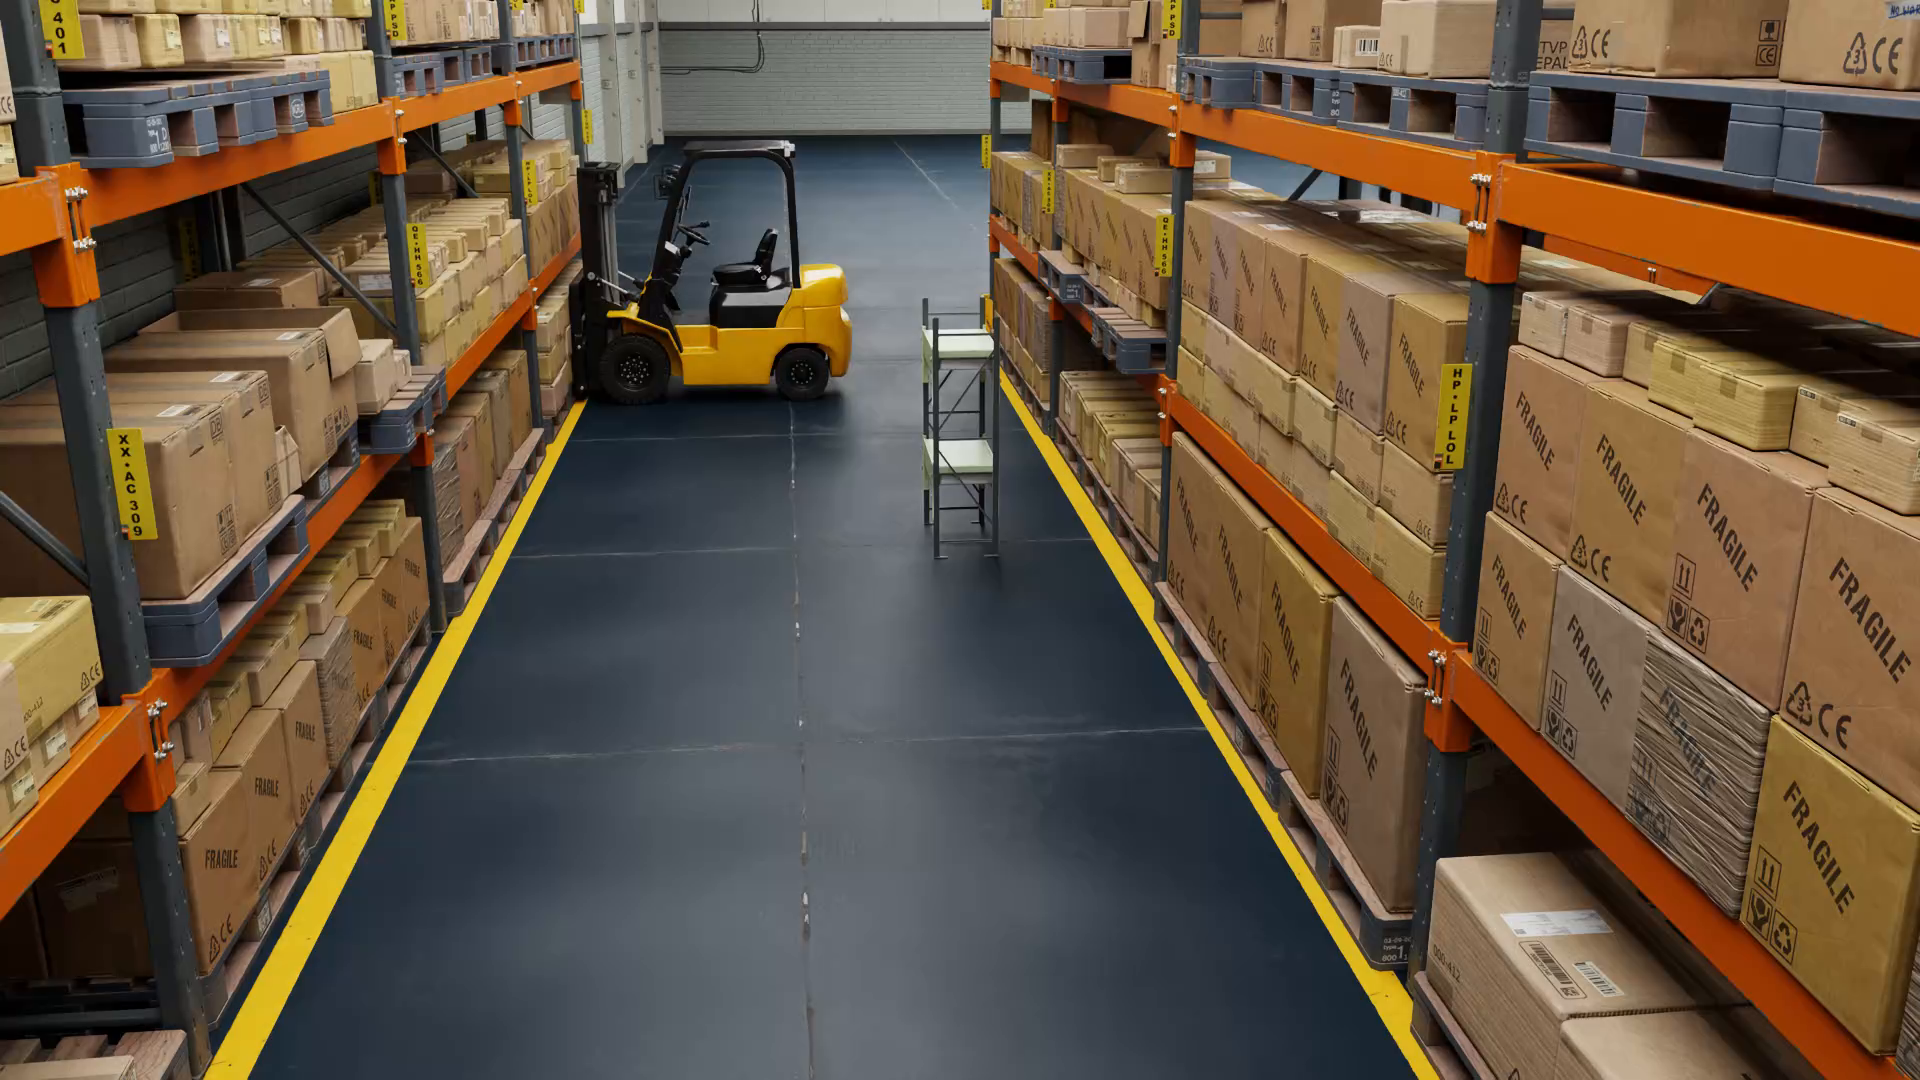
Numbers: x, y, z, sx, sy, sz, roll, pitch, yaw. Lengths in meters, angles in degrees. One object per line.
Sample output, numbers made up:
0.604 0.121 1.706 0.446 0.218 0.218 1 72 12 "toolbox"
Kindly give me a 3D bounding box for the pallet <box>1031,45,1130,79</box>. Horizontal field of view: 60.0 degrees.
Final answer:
1.175 -3.417 11.860 1.213 0.211 1.003 -2 18 -6 "pallet"

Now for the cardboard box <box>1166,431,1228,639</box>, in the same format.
1.618 -0.050 8.673 0.875 0.875 0.875 -2 18 -6 "cardboard box"

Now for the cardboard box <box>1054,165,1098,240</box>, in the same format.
0.980 -2.505 12.282 0.500 0.500 0.500 -1 17 -4 "cardboard box"

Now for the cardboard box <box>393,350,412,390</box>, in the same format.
-2.858 -0.814 7.979 0.380 0.149 0.250 -1 17 -5 "cardboard box"

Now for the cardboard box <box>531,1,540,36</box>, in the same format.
-3.571 -4.175 13.317 0.396 0.266 0.258 -2 18 -7 "cardboard box"

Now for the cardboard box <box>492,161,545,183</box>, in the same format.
-3.534 -2.943 13.296 0.380 0.149 0.250 -1 17 -4 "cardboard box"

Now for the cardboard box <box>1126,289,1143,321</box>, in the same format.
1.192 -1.394 9.826 0.380 0.149 0.250 -2 18 -6 "cardboard box"

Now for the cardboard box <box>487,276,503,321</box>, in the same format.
-3.329 -1.596 11.005 0.500 0.250 0.500 -2 18 -5 "cardboard box"

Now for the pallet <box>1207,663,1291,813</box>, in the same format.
1.759 0.859 7.589 1.003 0.211 1.213 -2 18 -6 "pallet"

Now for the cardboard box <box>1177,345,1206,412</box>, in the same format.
1.430 -0.846 8.615 0.500 0.250 0.500 -2 18 -7 "cardboard box"

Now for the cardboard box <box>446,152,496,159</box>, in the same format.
-4.179 -3.231 14.215 0.380 0.149 0.250 -2 18 -5 "cardboard box"

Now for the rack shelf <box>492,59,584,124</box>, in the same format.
-3.926 -3.792 13.942 1.077 0.370 4.000 -2 18 -6 "rack shelf"

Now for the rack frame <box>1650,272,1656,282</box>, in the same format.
6.130 -2.446 13.461 1.000 3.000 0.127 -2 18 -6 "rack frame"

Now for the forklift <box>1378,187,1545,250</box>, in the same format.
3.348 -1.773 11.431 1.130 2.935 3.031 1 17 5 "forklift"

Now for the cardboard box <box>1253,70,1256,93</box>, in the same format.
1.388 -2.470 8.948 0.380 0.149 0.250 -2 18 -6 "cardboard box"

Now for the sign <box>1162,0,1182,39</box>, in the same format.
1.090 -2.733 8.503 0.100 0.325 0.005 -2 18 -6 "sign"

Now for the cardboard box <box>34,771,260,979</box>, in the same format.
-2.721 1.116 5.586 0.500 0.500 0.500 -1 17 -3 "cardboard box"

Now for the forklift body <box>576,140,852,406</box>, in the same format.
-2.122 -2.387 14.689 2.313 2.155 1.214 -2 18 -6 "forklift body"

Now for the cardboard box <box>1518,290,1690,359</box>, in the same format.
1.817 -0.612 4.699 0.380 0.149 0.250 -2 18 -6 "cardboard box"

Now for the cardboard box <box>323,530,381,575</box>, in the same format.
-2.962 0.065 7.850 0.380 0.149 0.250 -2 18 -7 "cardboard box"

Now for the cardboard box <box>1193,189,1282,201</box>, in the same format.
1.691 -1.916 10.406 0.500 0.500 0.500 -1 17 -5 "cardboard box"

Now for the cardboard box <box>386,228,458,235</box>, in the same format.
-3.314 -1.837 10.270 0.380 0.149 0.250 -2 18 -6 "cardboard box"

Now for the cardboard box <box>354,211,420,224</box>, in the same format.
-3.849 -2.123 11.182 0.380 0.149 0.250 -2 18 -6 "cardboard box"

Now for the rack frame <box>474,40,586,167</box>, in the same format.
-4.132 -3.300 16.182 1.000 3.000 0.127 -2 18 -6 "rack frame"

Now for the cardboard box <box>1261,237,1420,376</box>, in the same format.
1.585 -0.989 6.983 0.500 0.500 0.500 -1 17 -5 "cardboard box"

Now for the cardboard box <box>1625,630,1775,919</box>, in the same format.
1.923 0.519 3.849 0.500 0.500 0.500 -2 18 -5 "cardboard box"

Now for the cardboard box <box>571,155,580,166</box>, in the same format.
-3.818 -3.563 15.768 0.380 0.149 0.250 -2 17 -5 "cardboard box"

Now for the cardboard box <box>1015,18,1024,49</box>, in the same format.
0.745 -4.342 14.244 0.500 0.250 0.500 -1 17 -4 "cardboard box"

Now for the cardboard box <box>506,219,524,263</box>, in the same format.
-3.415 -2.137 11.892 0.500 0.250 0.500 -2 18 -7 "cardboard box"

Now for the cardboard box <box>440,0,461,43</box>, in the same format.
-3.244 -3.170 9.725 0.500 0.500 0.500 -1 17 -4 "cardboard box"

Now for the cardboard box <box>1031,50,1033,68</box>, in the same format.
0.789 -3.966 13.713 0.380 0.149 0.250 -1 17 -4 "cardboard box"

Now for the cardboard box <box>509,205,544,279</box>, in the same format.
-3.506 -2.297 12.817 0.500 0.500 0.500 -2 18 -7 "cardboard box"

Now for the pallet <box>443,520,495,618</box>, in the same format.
-3.353 0.167 9.792 1.003 0.211 1.213 -2 18 -6 "pallet"

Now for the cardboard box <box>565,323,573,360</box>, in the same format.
-3.557 -1.689 14.105 0.500 0.250 0.500 -2 18 -6 "cardboard box"

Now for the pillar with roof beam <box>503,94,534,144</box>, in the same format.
-1.294 -7.848 20.651 9.100 9.000 0.400 -2 18 -6 "pillar with roof beam"

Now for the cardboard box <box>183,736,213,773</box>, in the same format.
-2.772 0.762 5.630 0.380 0.149 0.250 -2 18 -7 "cardboard box"

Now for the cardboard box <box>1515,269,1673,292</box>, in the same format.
2.203 -0.695 6.047 0.500 0.500 0.500 -2 18 -6 "cardboard box"

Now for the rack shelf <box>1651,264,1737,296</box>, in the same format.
6.337 -1.507 11.670 1.077 0.370 4.000 -2 18 -6 "rack shelf"

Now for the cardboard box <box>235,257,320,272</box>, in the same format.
-3.680 -1.439 9.004 0.380 0.149 0.250 -1 17 -4 "cardboard box"

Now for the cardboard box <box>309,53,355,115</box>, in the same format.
-2.960 -1.981 7.223 0.500 0.250 0.500 -2 18 -5 "cardboard box"

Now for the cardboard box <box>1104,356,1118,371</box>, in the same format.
1.425 -1.693 13.701 0.500 0.500 0.500 -1 17 -3 "cardboard box"

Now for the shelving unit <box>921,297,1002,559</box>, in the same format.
-0.001 -0.718 10.459 0.431 1.500 0.755 -2 18 -6 "shelving unit"

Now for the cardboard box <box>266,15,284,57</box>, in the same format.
-2.714 -1.843 6.083 0.380 0.149 0.250 -1 17 -4 "cardboard box"

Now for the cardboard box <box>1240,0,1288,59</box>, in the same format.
1.819 -2.644 8.211 0.797 0.503 0.637 -3 18 -9 "cardboard box"

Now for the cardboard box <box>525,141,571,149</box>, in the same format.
-3.829 -3.627 15.475 0.380 0.149 0.250 -2 18 -6 "cardboard box"

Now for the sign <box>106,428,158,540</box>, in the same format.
-2.356 -0.157 4.725 0.100 0.325 0.005 -2 18 -6 "sign"

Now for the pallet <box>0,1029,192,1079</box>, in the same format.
-2.825 1.810 4.560 1.003 0.211 1.213 -2 18 -6 "pallet"

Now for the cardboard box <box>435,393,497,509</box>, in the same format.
-3.503 -0.566 10.734 0.875 0.625 0.625 -3 18 -8 "cardboard box"

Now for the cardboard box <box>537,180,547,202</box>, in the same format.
-3.525 -2.799 13.333 0.380 0.149 0.250 -1 17 -4 "cardboard box"

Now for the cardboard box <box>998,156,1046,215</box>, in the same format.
0.634 -3.341 15.646 0.500 0.500 0.500 -1 17 -4 "cardboard box"

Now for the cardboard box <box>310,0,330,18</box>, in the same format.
-2.978 -2.356 7.254 0.380 0.149 0.250 -2 18 -7 "cardboard box"

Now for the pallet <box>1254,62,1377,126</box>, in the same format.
1.867 -1.889 6.994 1.003 0.211 1.213 -1 17 -3 "pallet"

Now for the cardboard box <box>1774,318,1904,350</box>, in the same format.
2.326 -0.475 4.264 0.380 0.149 0.250 -2 18 -6 "cardboard box"
